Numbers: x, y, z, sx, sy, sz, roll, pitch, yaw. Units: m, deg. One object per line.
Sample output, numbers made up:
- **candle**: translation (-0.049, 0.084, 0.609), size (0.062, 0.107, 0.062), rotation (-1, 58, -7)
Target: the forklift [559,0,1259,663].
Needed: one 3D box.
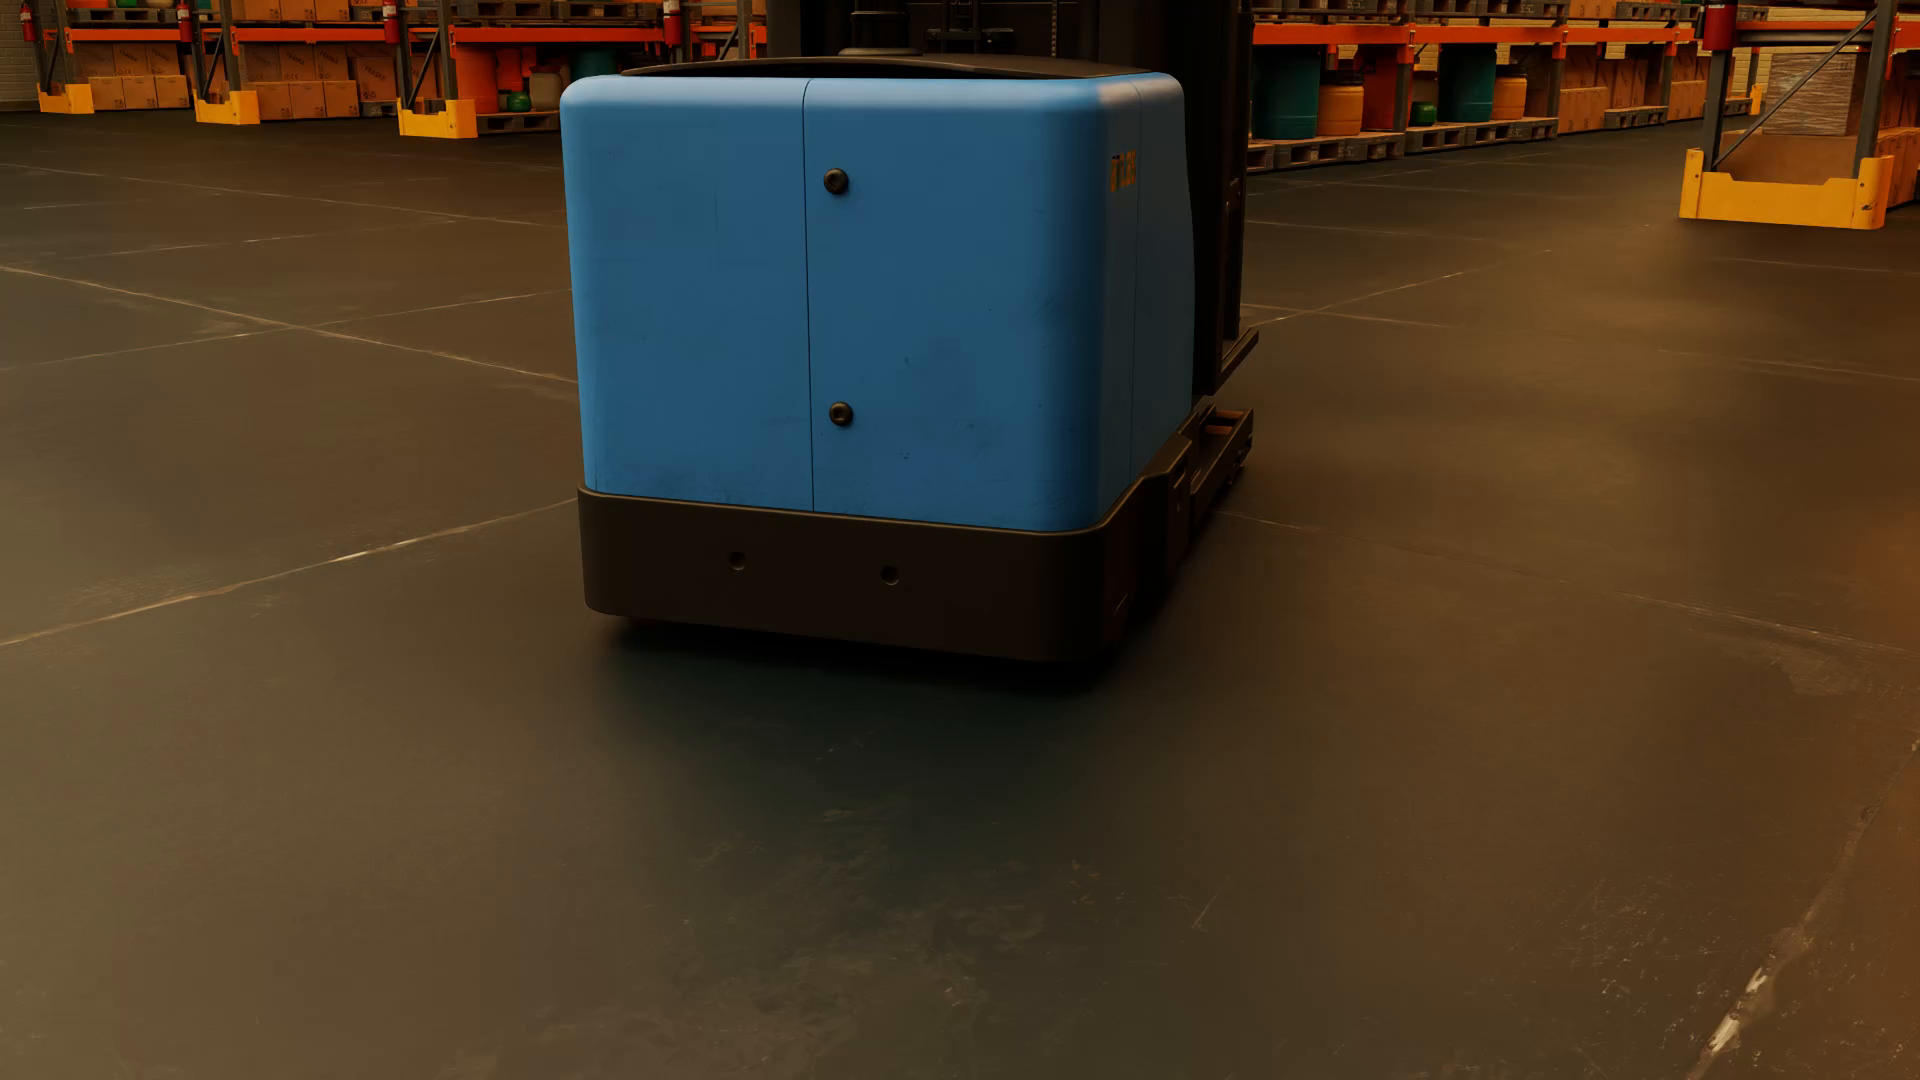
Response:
- **forklift**: translation (0.182, -1.571, 4.072), size (1.130, 2.935, 3.031), rotation (5, 18, 17)
